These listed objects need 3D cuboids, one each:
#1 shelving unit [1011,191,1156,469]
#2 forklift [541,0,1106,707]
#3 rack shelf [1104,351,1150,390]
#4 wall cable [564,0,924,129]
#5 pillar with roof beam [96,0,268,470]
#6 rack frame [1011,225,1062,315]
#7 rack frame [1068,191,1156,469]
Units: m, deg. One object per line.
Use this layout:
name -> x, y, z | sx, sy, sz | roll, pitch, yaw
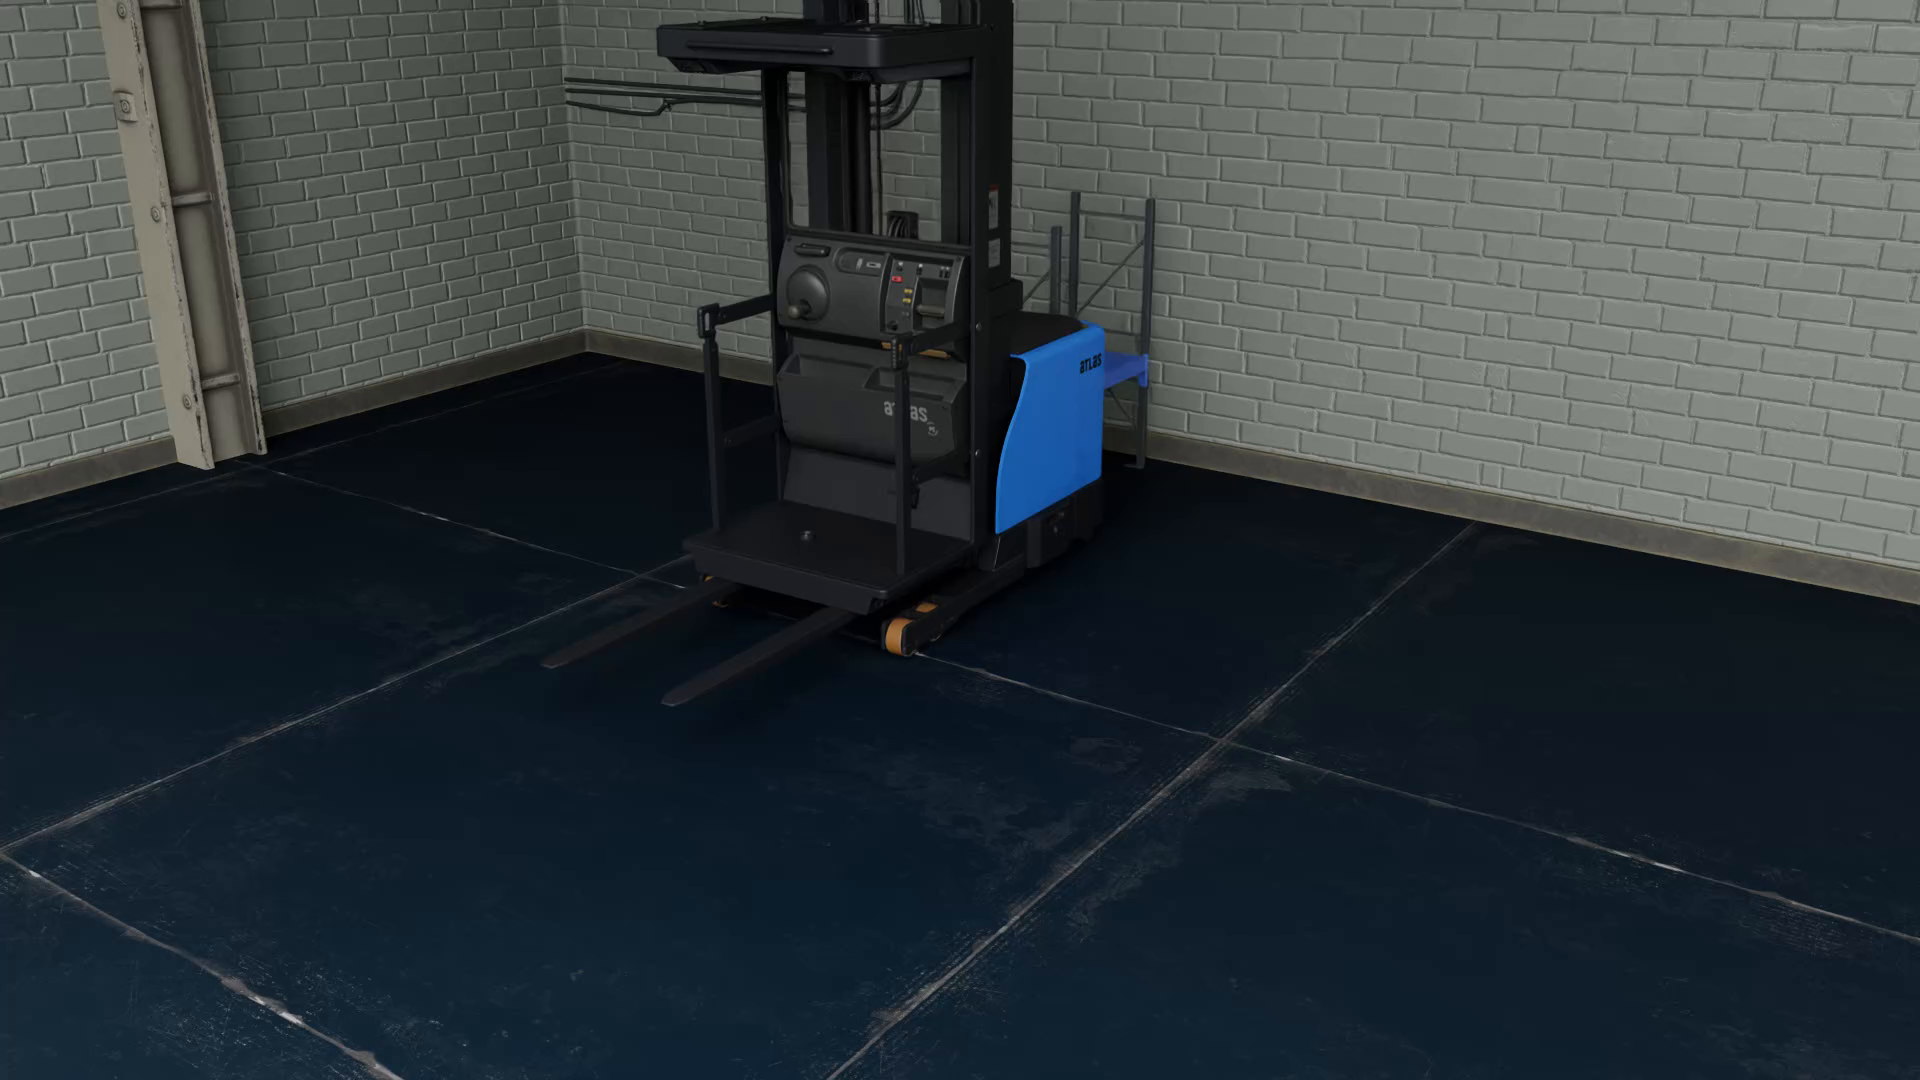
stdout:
shelving unit -> 0.549, -1.006, 8.823 | 0.538, 1.500, 1.048 | 13, 24, 30
forklift -> -0.503, -1.071, 6.935 | 1.130, 2.935, 3.031 | 13, 24, 30
rack shelf -> 0.549, -0.837, 8.885 | 0.538, 0.185, 1.000 | 13, 24, 30
wall cable -> -1.494, -3.831, 10.127 | 3.097, 2.526, 0.112 | 13, 24, 32
pillar with roof beam -> -0.683, -3.860, 5.730 | 9.100, 9.000, 0.400 | 13, 24, 32
rack frame -> 0.275, -0.858, 8.422 | 0.500, 1.500, 0.032 | 13, 24, 30
rack frame -> 0.823, -1.155, 9.225 | 0.500, 1.500, 0.032 | 13, 24, 30
